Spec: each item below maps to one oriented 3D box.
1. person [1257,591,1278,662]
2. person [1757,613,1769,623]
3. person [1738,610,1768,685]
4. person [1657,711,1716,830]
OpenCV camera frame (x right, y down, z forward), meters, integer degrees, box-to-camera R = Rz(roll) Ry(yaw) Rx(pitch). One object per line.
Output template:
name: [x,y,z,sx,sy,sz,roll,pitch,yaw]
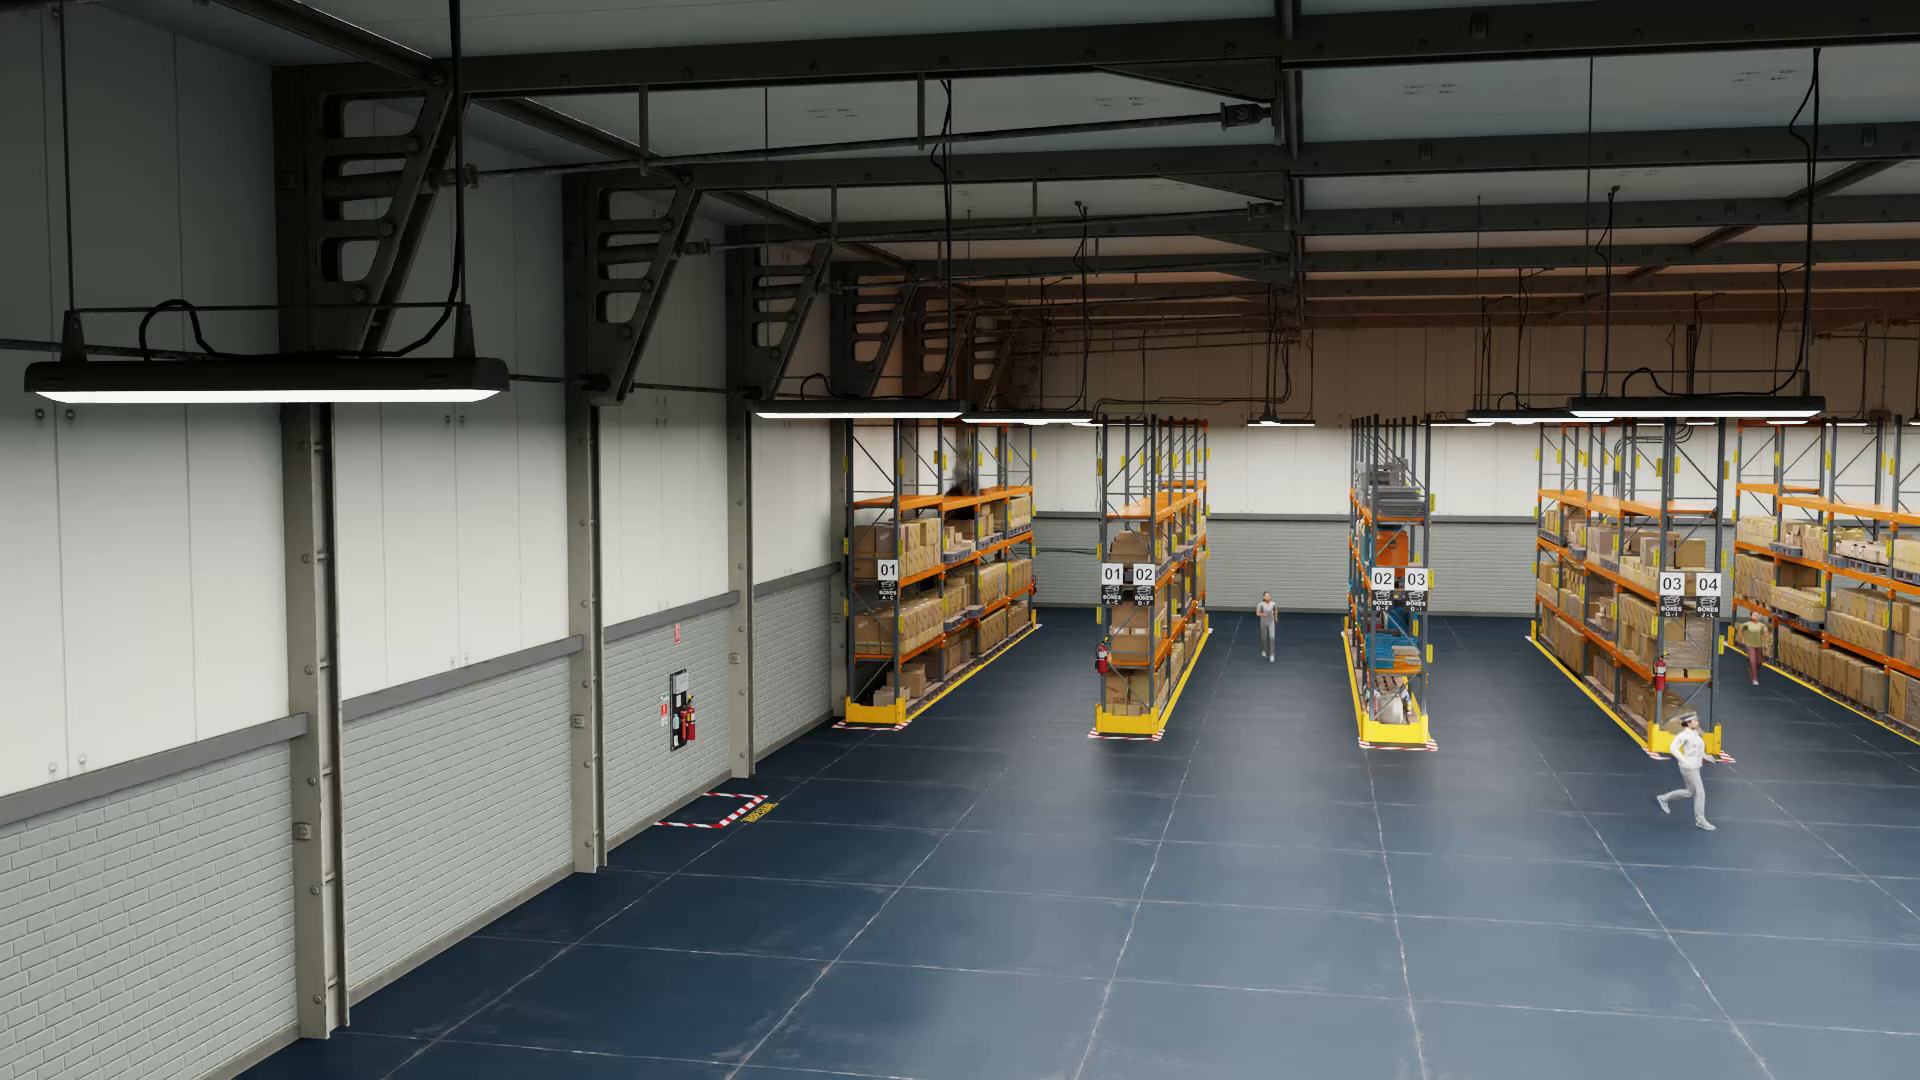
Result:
person: [7.619,2.117,41.256,0.552,1.693,0.920,0,4,2]
person: [21.883,1.800,45.257,0.975,1.770,0.678,0,4,0]
person: [17.840,2.399,37.371,0.586,1.645,0.914,1,4,11]
person: [10.496,3.297,23.984,0.820,1.696,0.618,3,5,39]
